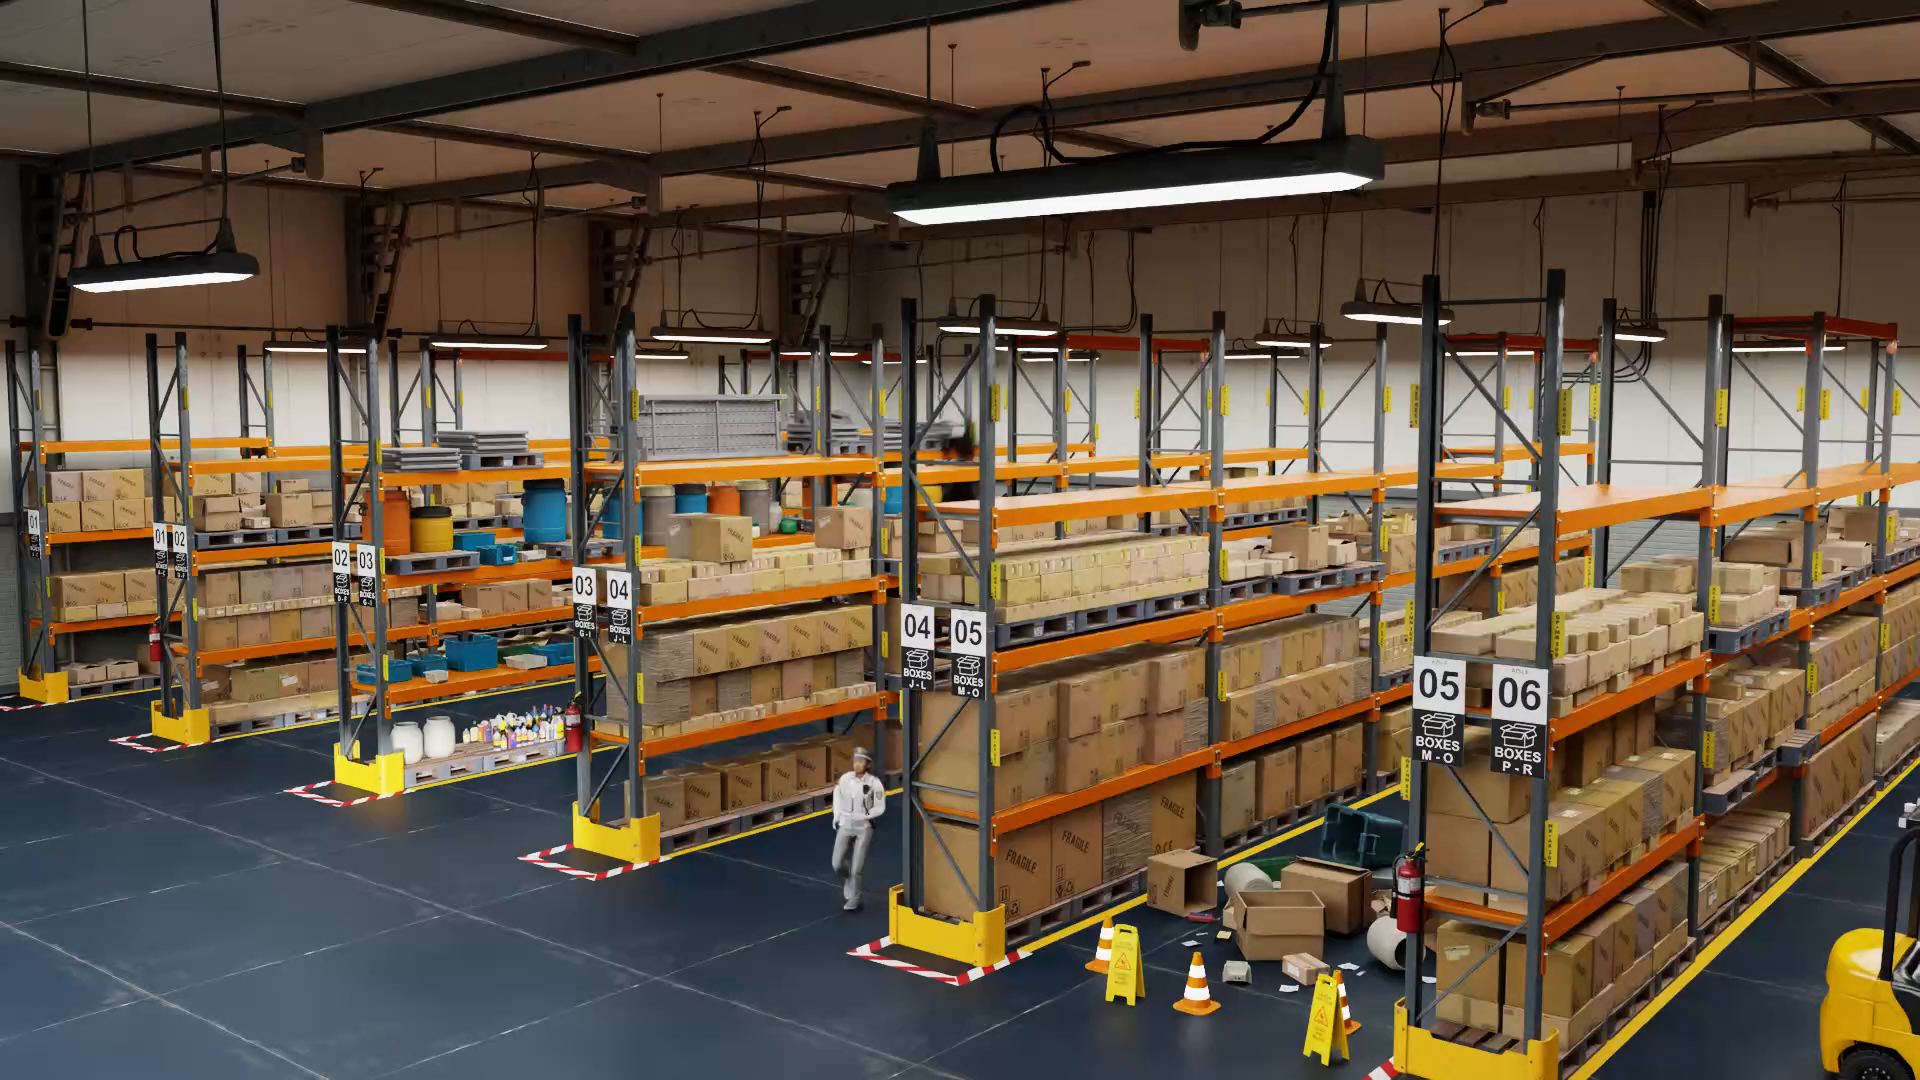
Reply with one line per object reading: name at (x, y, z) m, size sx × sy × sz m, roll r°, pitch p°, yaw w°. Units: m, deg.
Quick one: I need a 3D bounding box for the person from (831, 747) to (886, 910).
person at (-1.031, 2.857, 16.504) m, size 0.609 × 1.643 × 0.508 m, roll 1°, pitch 5°, yaw 14°
